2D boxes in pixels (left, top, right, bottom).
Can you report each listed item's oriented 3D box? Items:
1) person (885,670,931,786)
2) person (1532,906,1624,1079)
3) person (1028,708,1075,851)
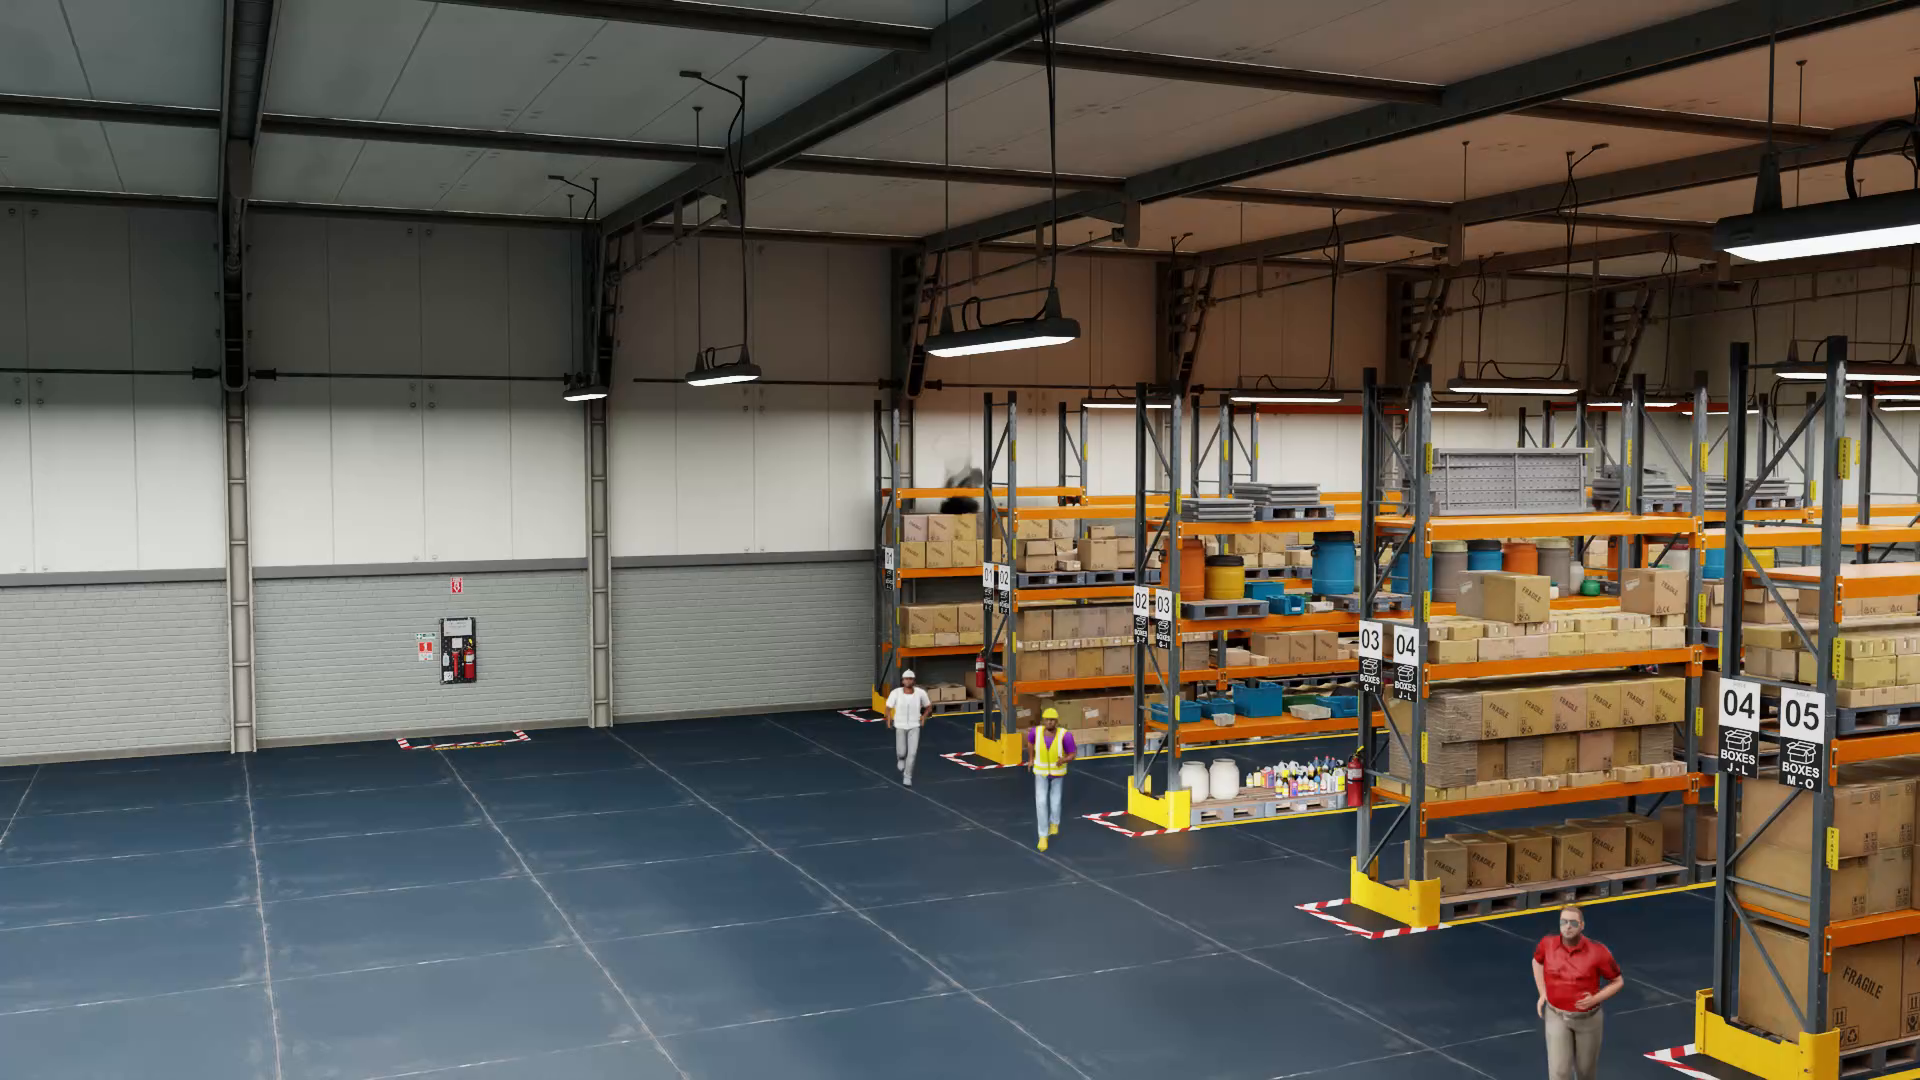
[{"bbox_3d":[-0.784,2.836,25.307,0.704,1.729,0.667,0,3,-3],"label":"person"},{"bbox_3d":[4.548,3.546,12.292,0.656,1.713,0.956,2,4,27],"label":"person"},{"bbox_3d":[1.179,3.041,21.469,0.617,1.802,0.915,0,3,3],"label":"person"}]
